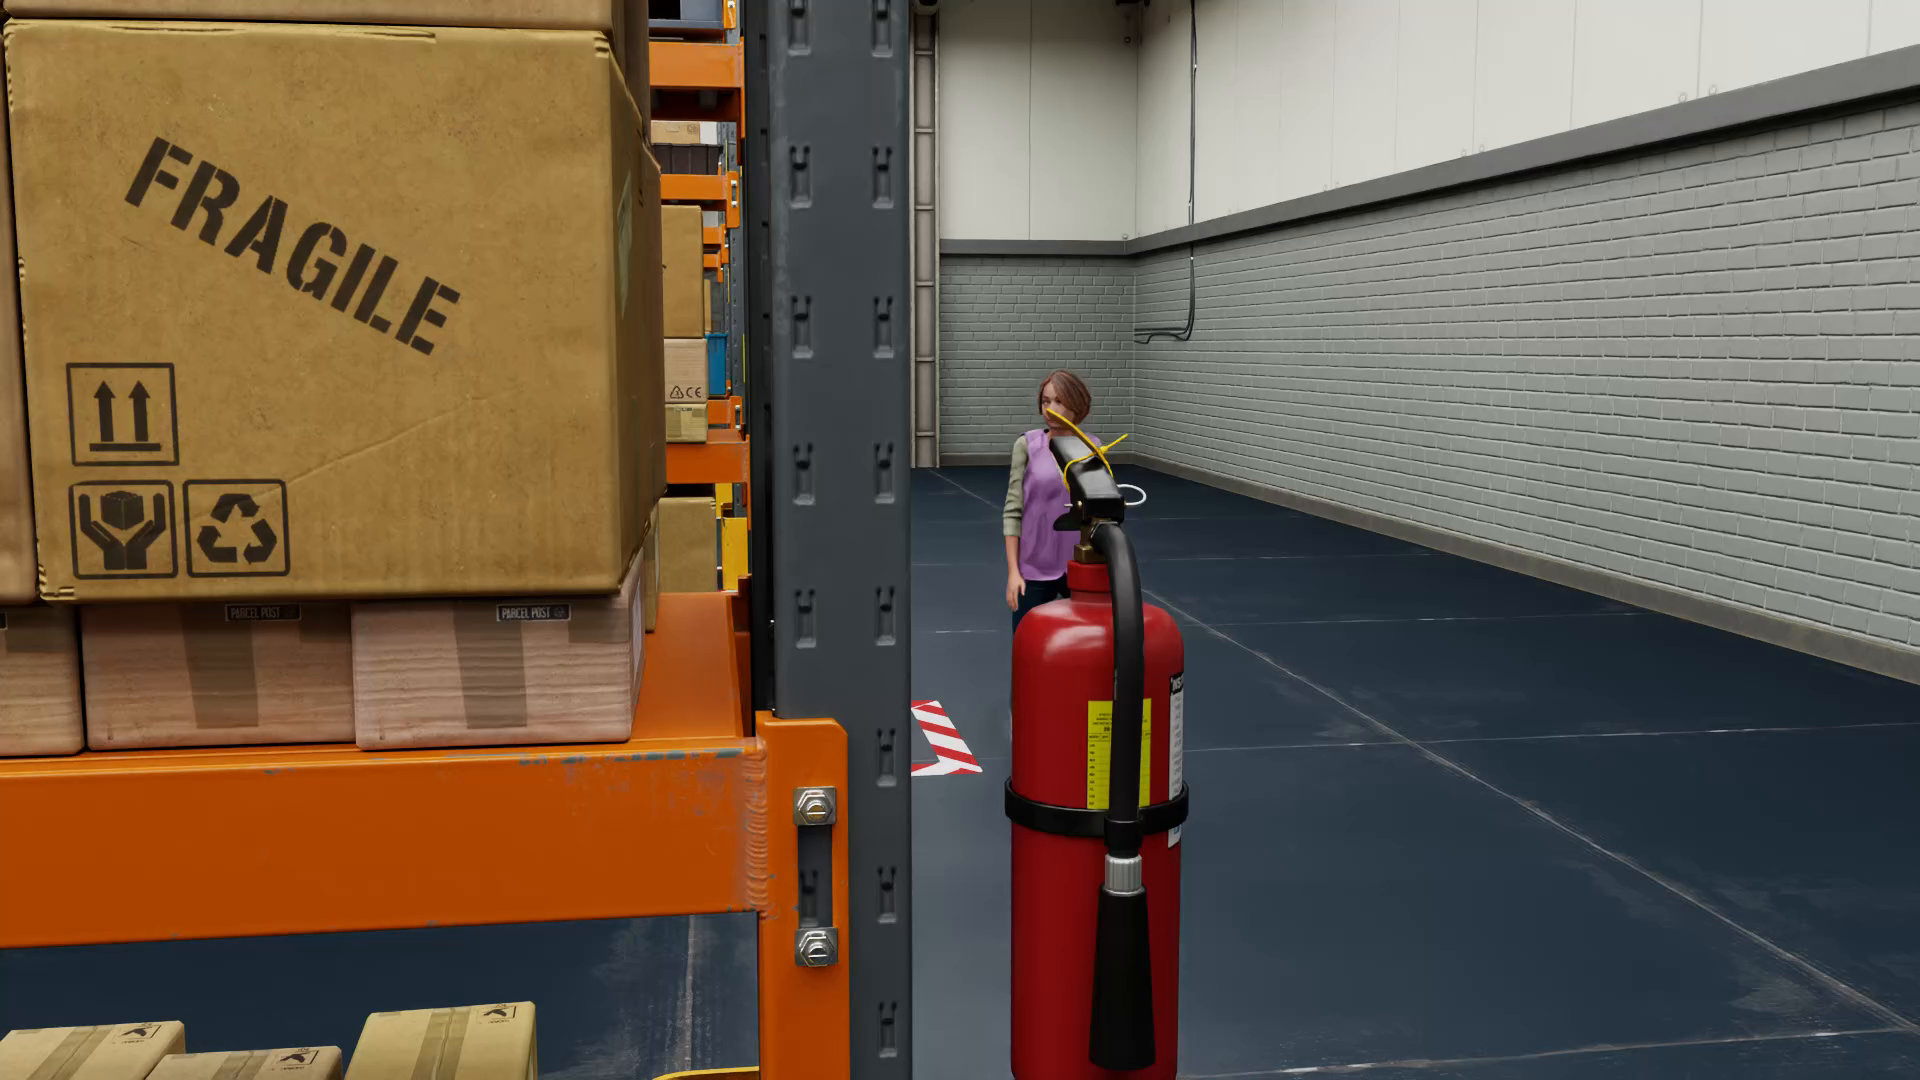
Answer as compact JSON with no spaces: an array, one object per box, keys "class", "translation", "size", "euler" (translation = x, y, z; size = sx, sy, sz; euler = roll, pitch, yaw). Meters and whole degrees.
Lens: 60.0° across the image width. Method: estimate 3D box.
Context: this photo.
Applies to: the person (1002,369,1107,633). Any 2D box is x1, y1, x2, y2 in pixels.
[{"class":"person","translation":[0.382,0.128,6.372],"size":[0.445,1.556,0.833],"euler":[-1,7,-7]}]
